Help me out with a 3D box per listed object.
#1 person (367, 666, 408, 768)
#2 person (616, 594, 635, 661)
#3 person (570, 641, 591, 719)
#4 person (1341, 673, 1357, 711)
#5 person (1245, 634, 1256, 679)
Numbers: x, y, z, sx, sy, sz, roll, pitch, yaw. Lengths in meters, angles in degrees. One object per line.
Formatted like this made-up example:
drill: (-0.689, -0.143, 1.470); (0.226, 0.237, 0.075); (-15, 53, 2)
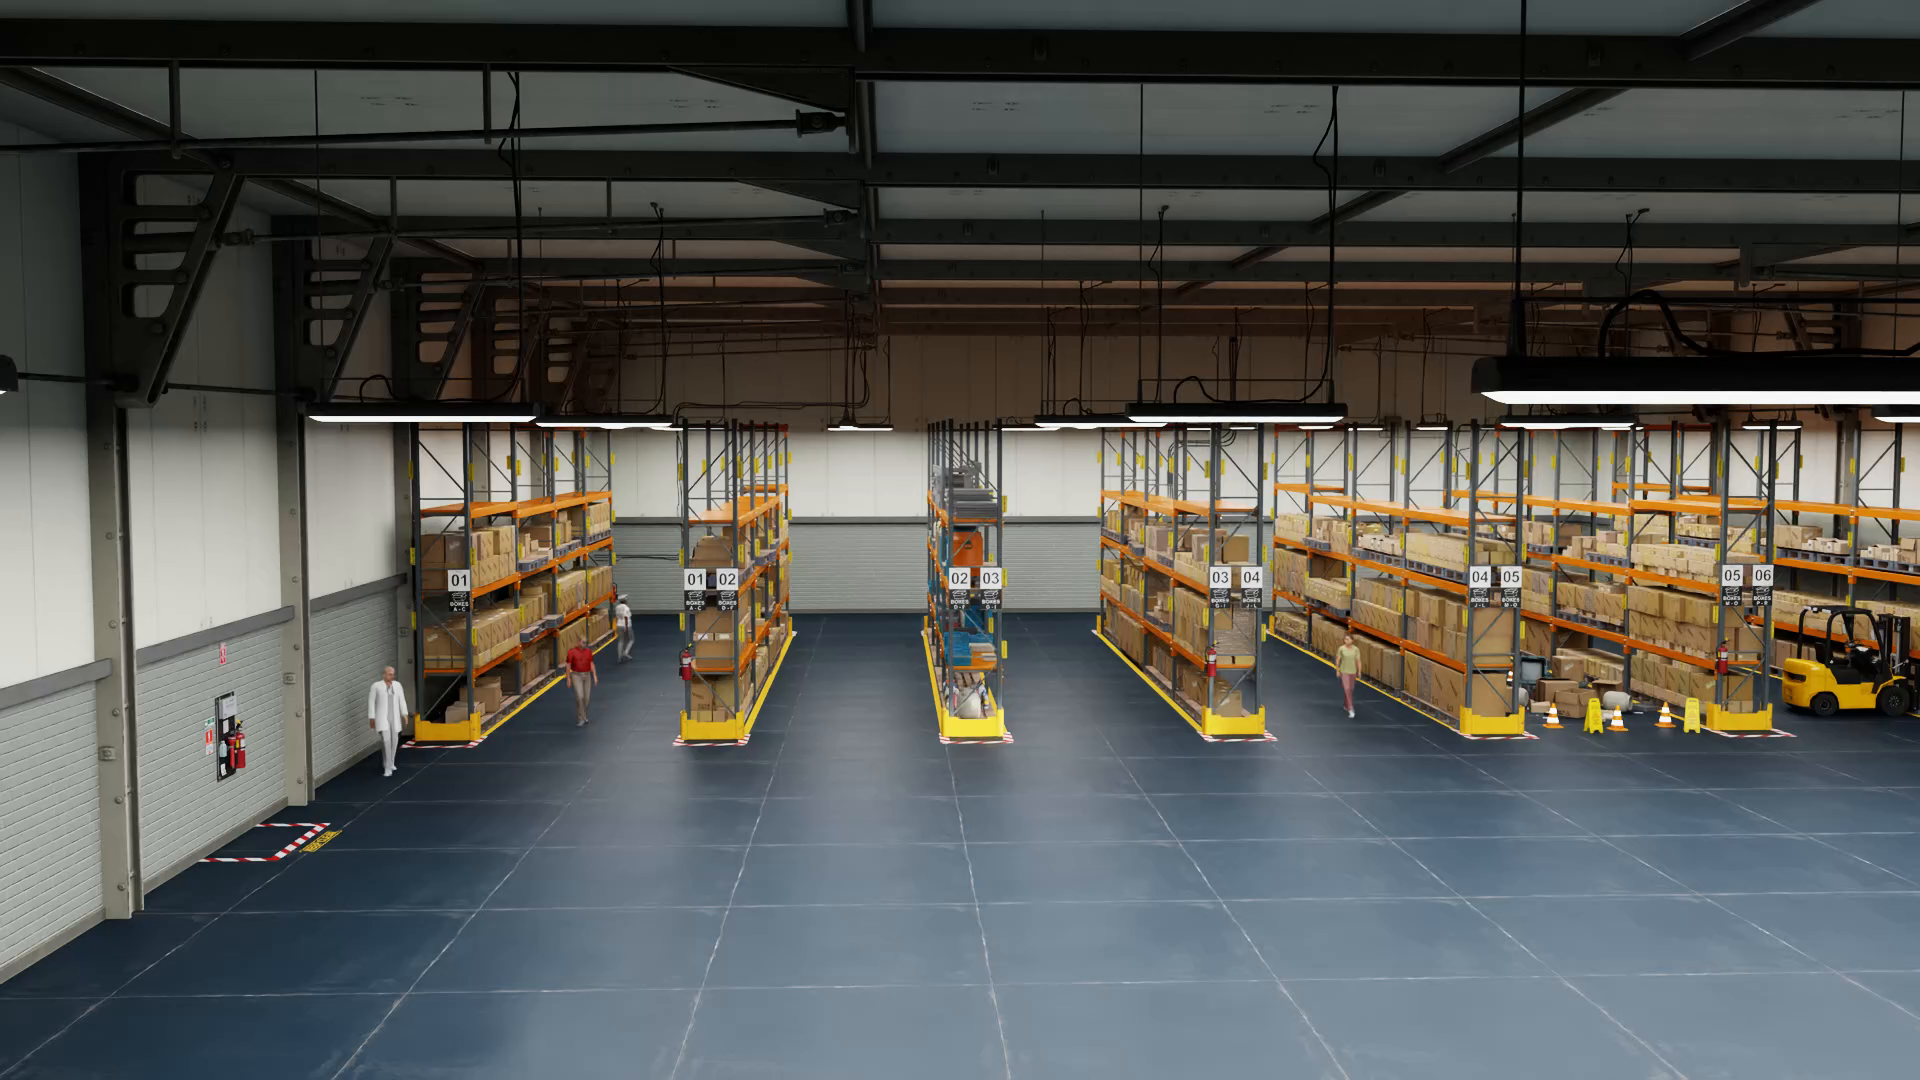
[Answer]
person: (-9.662, 2.990, 28.108); (0.611, 1.701, 0.517); (-4, 5, -45)
person: (-8.422, 2.204, 41.711); (0.464, 1.671, 0.480); (1, 4, 18)
person: (-7.476, 2.748, 32.834); (0.417, 1.538, 0.468); (-4, 5, -44)
person: (7.933, 3.025, 33.829); (0.347, 0.889, 0.562); (0, 4, -3)
person: (6.743, 2.428, 38.661); (0.504, 1.641, 0.417); (0, 4, 6)
